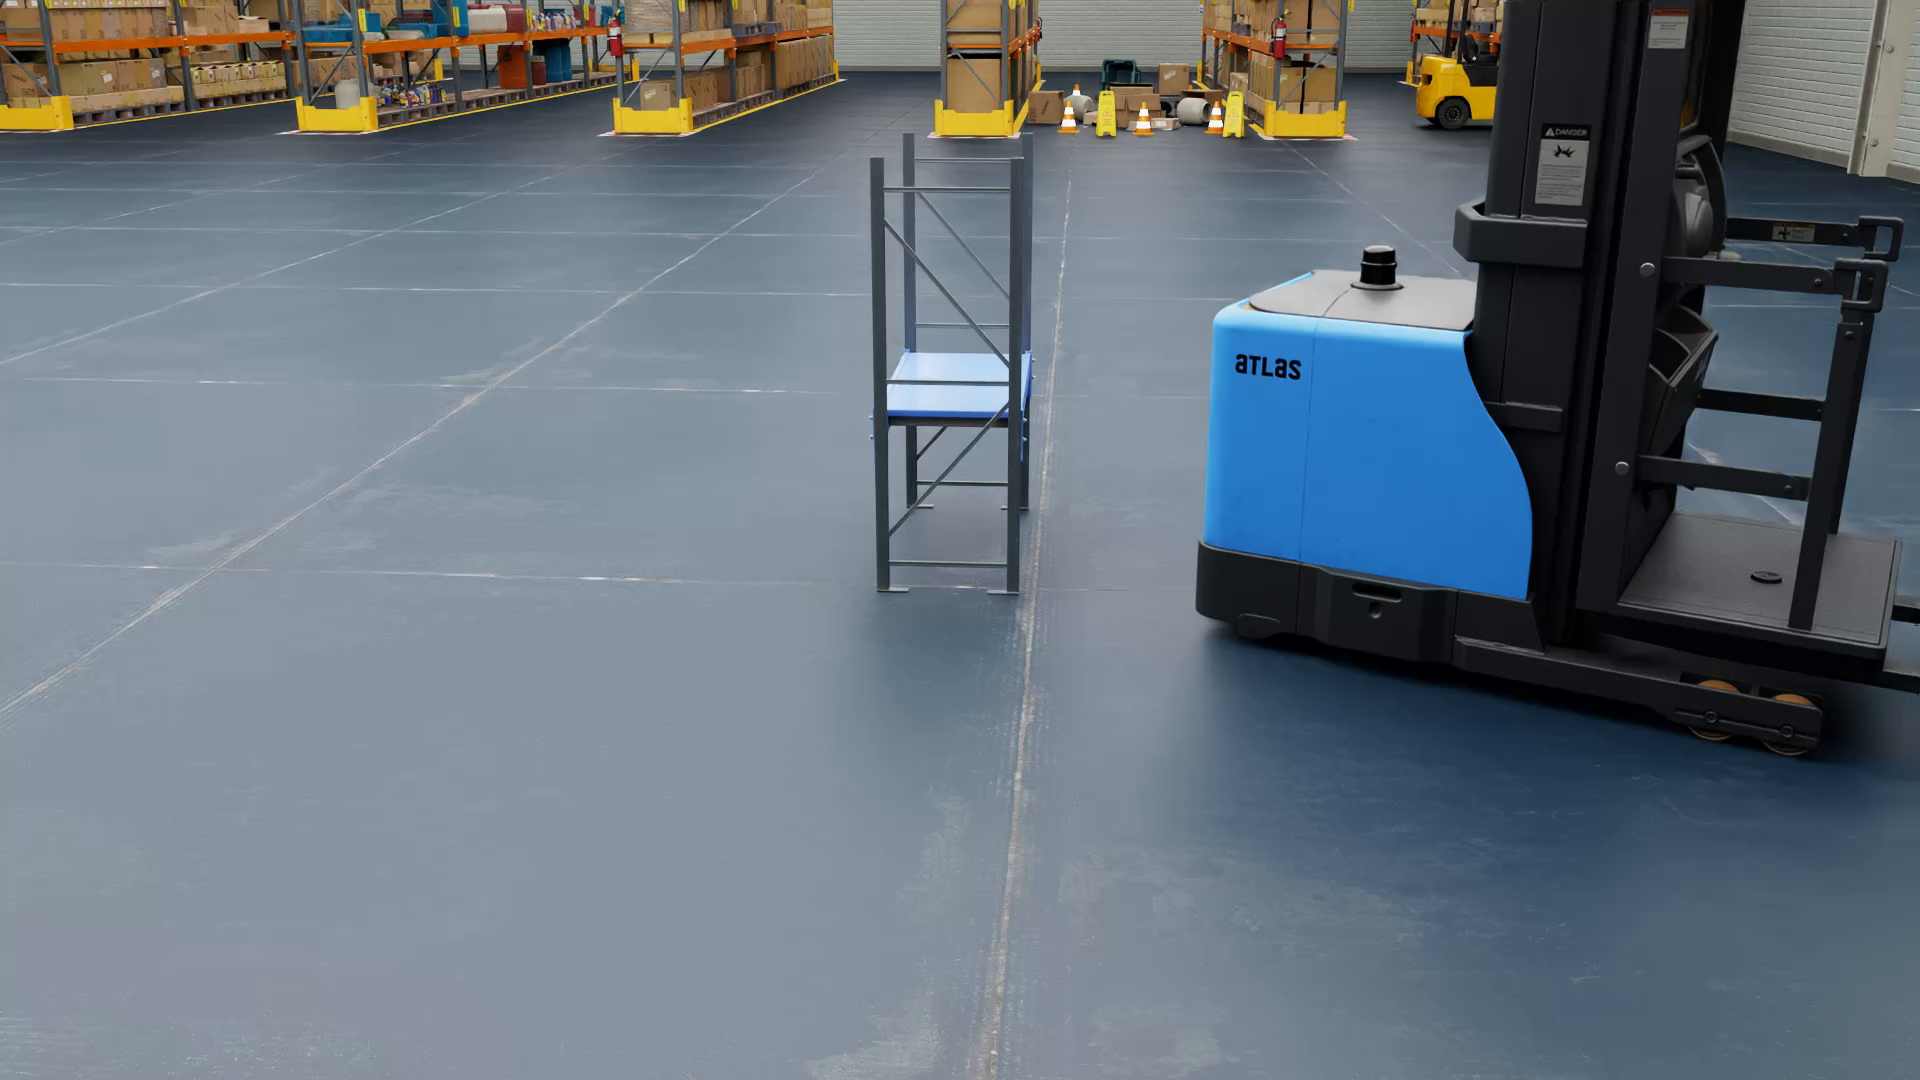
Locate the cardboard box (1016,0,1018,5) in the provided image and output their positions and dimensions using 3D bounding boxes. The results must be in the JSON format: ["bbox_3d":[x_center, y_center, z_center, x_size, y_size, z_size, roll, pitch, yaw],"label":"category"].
[{"bbox_3d":[0.518,-9.099,27.398,0.875,0.550,0.550,1,18,4],"label":"cardboard box"}]

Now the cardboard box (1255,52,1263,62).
[{"bbox_3d":[5.032,-7.906,27.228,0.380,0.149,0.250,2,18,6],"label":"cardboard box"}]

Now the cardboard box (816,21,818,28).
[{"bbox_3d":[-3.439,-11.718,37.770,0.380,0.149,0.250,1,18,3],"label":"cardboard box"}]

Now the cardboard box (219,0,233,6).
[{"bbox_3d":[-18.426,-12.986,40.756,0.980,0.700,0.700,2,18,6],"label":"cardboard box"}]

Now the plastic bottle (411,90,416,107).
[{"bbox_3d":[-9.192,-7.418,27.919,0.097,0.271,0.097,0,18,0],"label":"plastic bottle"}]

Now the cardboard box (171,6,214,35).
[{"bbox_3d":[-14.209,-9.615,30.789,0.500,0.500,0.500,3,18,8],"label":"cardboard box"}]

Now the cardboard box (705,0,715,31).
[{"bbox_3d":[-4.538,-8.682,27.464,0.875,0.500,0.500,1,18,4],"label":"cardboard box"}]

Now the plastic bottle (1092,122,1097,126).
[{"bbox_3d":[2.204,-6.691,26.744,0.133,0.061,0.283,-5,19,-15],"label":"plastic bottle"}]

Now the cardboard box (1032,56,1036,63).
[{"bbox_3d":[1.565,-11.162,38.619,0.380,0.149,0.250,2,18,6],"label":"cardboard box"}]

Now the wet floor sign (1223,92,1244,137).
[{"bbox_3d":[4.079,-6.326,24.693,0.267,0.644,0.232,8,20,23],"label":"wet floor sign"}]

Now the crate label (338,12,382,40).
[{"bbox_3d":[-9.802,-8.406,27.204,0.502,0.435,0.616,1,18,4],"label":"crate label"}]

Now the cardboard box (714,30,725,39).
[{"bbox_3d":[-4.172,-8.517,28.002,0.380,0.149,0.250,1,18,4],"label":"cardboard box"}]

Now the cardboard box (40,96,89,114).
[{"bbox_3d":[-14.345,-6.978,26.643,0.500,0.250,0.500,1,18,4],"label":"cardboard box"}]

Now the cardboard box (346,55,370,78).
[{"bbox_3d":[-13.494,-10.512,36.995,0.500,0.500,0.500,1,18,4],"label":"cardboard box"}]

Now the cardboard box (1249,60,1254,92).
[{"bbox_3d":[5.135,-7.794,27.930,0.500,0.500,0.500,2,18,7],"label":"cardboard box"}]

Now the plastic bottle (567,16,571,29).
[{"bbox_3d":[-8.536,-11.237,36.098,0.152,0.276,0.135,1,18,4],"label":"plastic bottle"}]

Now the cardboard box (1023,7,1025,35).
[{"bbox_3d":[0.919,-9.476,30.364,0.500,0.500,0.500,2,18,5],"label":"cardboard box"}]

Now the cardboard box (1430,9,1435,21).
[{"bbox_3d":[10.873,-11.801,37.385,0.500,0.250,0.500,1,18,2],"label":"cardboard box"}]

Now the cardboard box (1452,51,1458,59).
[{"bbox_3d":[10.681,-10.312,35.374,0.380,0.149,0.250,2,18,7],"label":"cardboard box"}]

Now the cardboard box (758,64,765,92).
[{"bbox_3d":[-4.179,-8.999,32.376,0.700,0.500,0.500,0,18,1],"label":"cardboard box"}]

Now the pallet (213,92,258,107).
[{"bbox_3d":[-14.219,-8.450,31.873,1.003,0.211,1.213,1,18,4],"label":"pallet"}]

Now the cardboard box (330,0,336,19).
[{"bbox_3d":[-13.988,-11.540,35.990,0.700,0.500,0.500,4,19,13],"label":"cardboard box"}]

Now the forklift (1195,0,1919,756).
[{"bbox_3d":[2.310,-0.985,4.722,3.031,2.935,1.130,10,21,29],"label":"forklift"}]

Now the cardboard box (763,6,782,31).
[{"bbox_3d":[-3.845,-10.378,33.118,0.500,0.500,0.500,2,18,6],"label":"cardboard box"}]

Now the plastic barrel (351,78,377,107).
[{"bbox_3d":[-9.658,-7.191,26.872,0.421,0.512,0.421,0,18,0],"label":"plastic barrel"}]

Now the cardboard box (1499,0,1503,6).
[{"bbox_3d":[10.368,-10.118,31.283,0.380,0.149,0.250,2,18,6],"label":"cardboard box"}]

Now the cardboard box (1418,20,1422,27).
[{"bbox_3d":[10.961,-12.124,39.011,0.380,0.149,0.250,1,18,3],"label":"cardboard box"}]

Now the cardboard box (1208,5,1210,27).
[{"bbox_3d":[5.904,-11.883,37.710,0.500,0.500,0.500,2,18,6],"label":"cardboard box"}]

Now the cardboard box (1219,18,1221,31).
[{"bbox_3d":[5.637,-10.685,34.457,0.500,0.250,0.500,1,18,3],"label":"cardboard box"}]

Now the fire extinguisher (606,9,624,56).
[{"bbox_3d":[-5.192,-7.639,25.044,0.296,0.674,0.183,1,18,4],"label":"fire extinguisher"}]

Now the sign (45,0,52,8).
[{"bbox_3d":[-14.052,-8.358,25.597,0.100,0.325,0.005,1,18,4],"label":"sign"}]

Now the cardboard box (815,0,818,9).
[{"bbox_3d":[-3.499,-12.312,37.739,0.500,0.500,0.500,1,18,2],"label":"cardboard box"}]

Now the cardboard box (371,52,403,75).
[{"bbox_3d":[-13.615,-11.257,39.263,0.797,0.503,0.637,1,18,4],"label":"cardboard box"}]

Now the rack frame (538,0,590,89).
[{"bbox_3d":[-8.804,-11.539,36.820,1.000,3.000,0.127,1,18,4],"label":"rack frame"}]

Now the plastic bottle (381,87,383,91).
[{"bbox_3d":[-9.916,-7.622,28.523,0.061,0.283,0.133,2,18,6],"label":"plastic bottle"}]

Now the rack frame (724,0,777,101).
[{"bbox_3d":[-4.151,-10.186,32.692,1.000,3.000,0.127,1,18,4],"label":"rack frame"}]

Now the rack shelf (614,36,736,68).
[{"bbox_3d":[-4.581,-7.981,27.116,1.077,0.370,4.000,1,18,4],"label":"rack shelf"}]

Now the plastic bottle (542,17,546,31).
[{"bbox_3d":[-8.636,-10.685,34.421,0.097,0.271,0.097,0,18,0],"label":"plastic bottle"}]

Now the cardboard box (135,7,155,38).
[{"bbox_3d":[-14.375,-8.911,28.642,0.700,0.500,0.500,1,18,3],"label":"cardboard box"}]

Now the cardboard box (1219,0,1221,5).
[{"bbox_3d":[5.693,-11.441,34.755,0.500,0.500,0.500,1,18,4],"label":"cardboard box"}]

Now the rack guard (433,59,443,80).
[{"bbox_3d":[-13.463,-11.681,41.270,1.175,0.500,0.348,1,18,4],"label":"rack guard"}]

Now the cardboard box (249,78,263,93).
[{"bbox_3d":[-13.898,-8.816,32.252,0.500,0.250,0.500,2,18,5],"label":"cardboard box"}]

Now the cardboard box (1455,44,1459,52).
[{"bbox_3d":[10.741,-10.452,35.324,0.380,0.149,0.250,1,18,3],"label":"cardboard box"}]

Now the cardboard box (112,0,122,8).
[{"bbox_3d":[-14.232,-8.955,27.734,0.380,0.149,0.250,2,18,6],"label":"cardboard box"}]

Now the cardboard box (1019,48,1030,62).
[{"bbox_3d":[1.165,-9.931,34.051,0.500,0.250,0.500,1,18,4],"label":"cardboard box"}]

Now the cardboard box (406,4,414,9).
[{"bbox_3d":[-13.293,-12.479,39.530,0.500,0.500,0.500,1,18,4],"label":"cardboard box"}]

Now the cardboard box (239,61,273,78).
[{"bbox_3d":[-13.854,-9.238,32.639,0.500,0.311,0.500,1,18,3],"label":"cardboard box"}]

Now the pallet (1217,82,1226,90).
[{"bbox_3d":[6.040,-9.641,35.505,1.003,0.211,1.213,1,18,4],"label":"pallet"}]

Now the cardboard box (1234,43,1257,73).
[{"bbox_3d":[5.866,-9.367,32.931,0.875,0.875,0.875,1,18,3],"label":"cardboard box"}]

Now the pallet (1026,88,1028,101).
[{"bbox_3d":[0.847,-8.961,33.433,1.003,0.211,1.213,1,18,4],"label":"pallet"}]

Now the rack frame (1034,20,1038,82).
[{"bbox_3d":[1.363,-12.528,39.841,1.000,3.000,0.127,1,18,4],"label":"rack frame"}]

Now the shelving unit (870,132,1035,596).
[{"bbox_3d":[-0.006,-0.686,6.109,0.538,1.500,1.048,1,18,4],"label":"shelving unit"}]

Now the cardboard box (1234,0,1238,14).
[{"bbox_3d":[5.471,-10.218,31.478,0.500,0.500,0.500,1,18,2],"label":"cardboard box"}]

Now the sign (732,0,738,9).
[{"bbox_3d":[-3.896,-9.345,28.736,0.100,0.325,0.005,1,18,4],"label":"sign"}]

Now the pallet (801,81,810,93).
[{"bbox_3d":[-3.844,-9.862,36.181,1.003,0.211,1.213,1,18,4],"label":"pallet"}]
